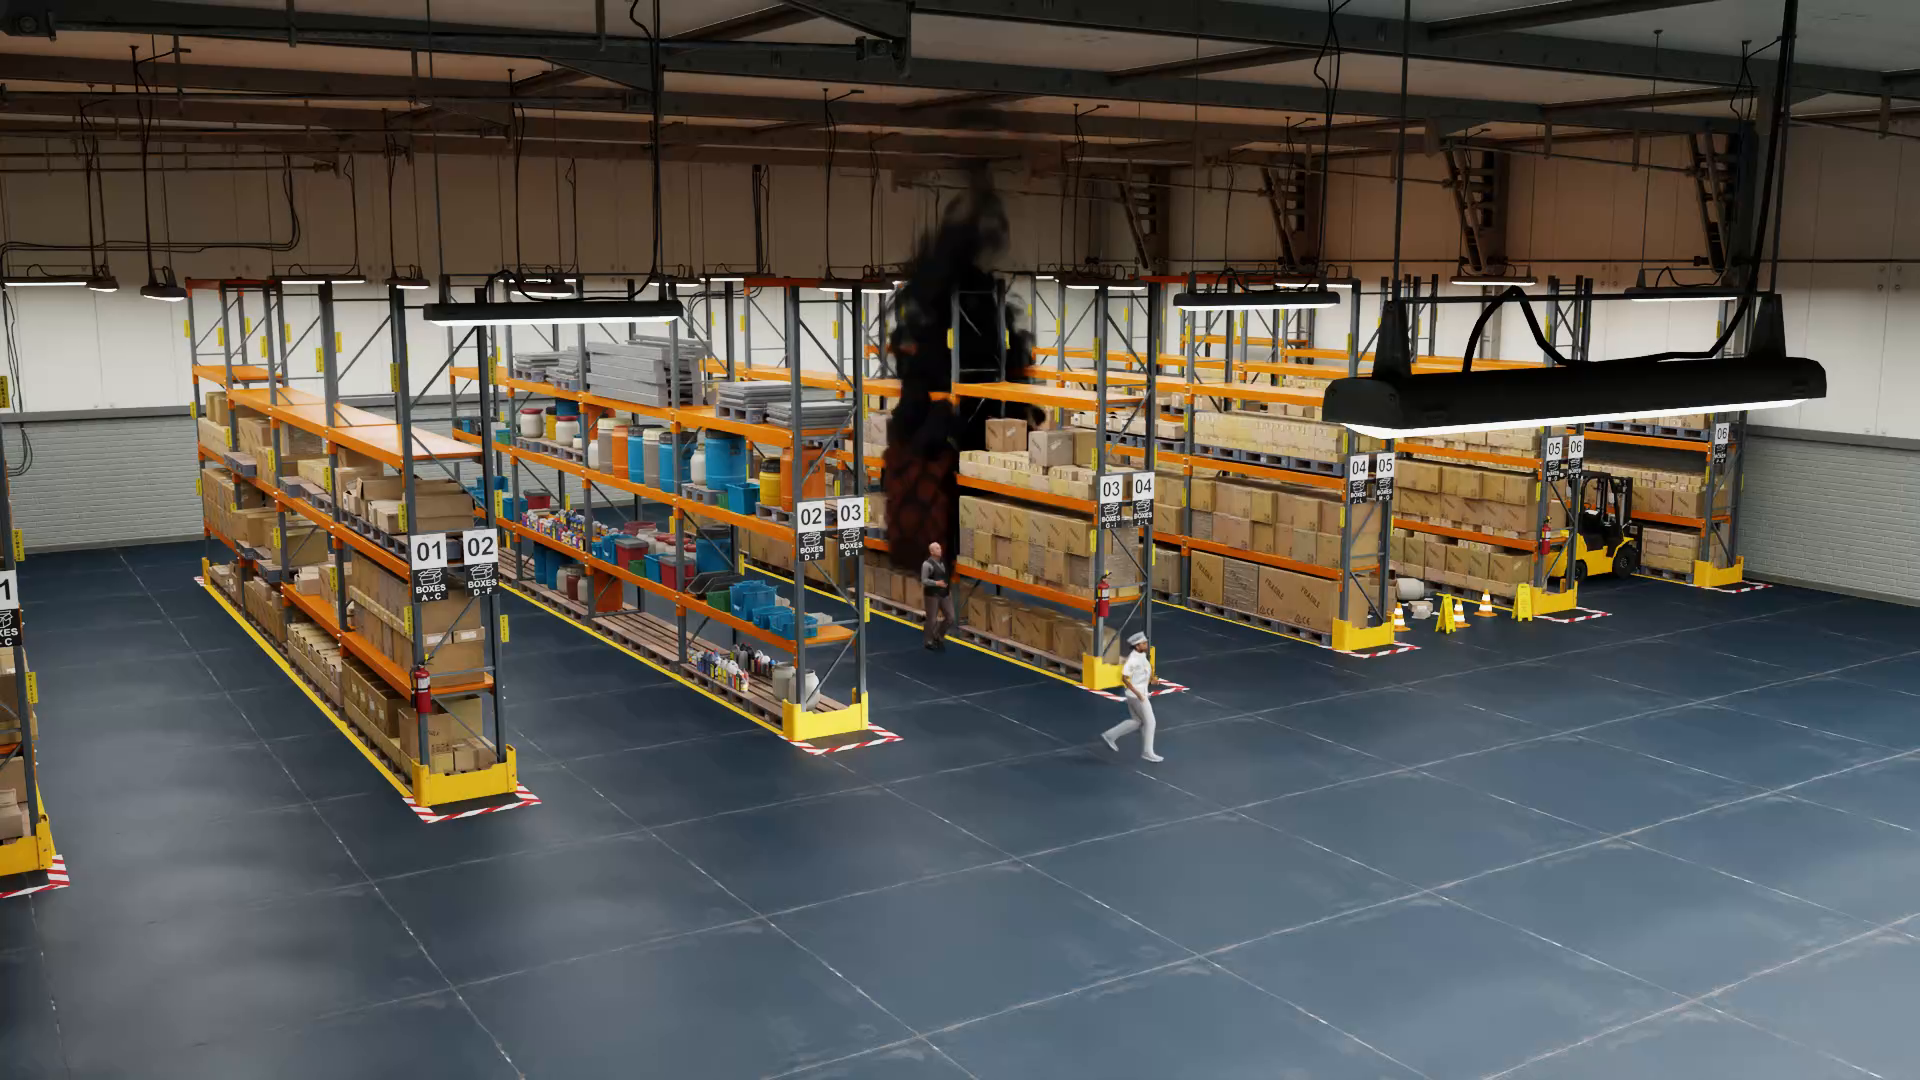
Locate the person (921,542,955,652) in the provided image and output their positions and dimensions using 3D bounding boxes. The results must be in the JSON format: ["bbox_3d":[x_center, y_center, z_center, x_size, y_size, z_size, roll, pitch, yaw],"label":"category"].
[{"bbox_3d":[-0.309,0.912,25.852,0.638,1.753,0.647,-9,13,-43],"label":"person"}]

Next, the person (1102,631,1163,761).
[{"bbox_3d":[2.231,1.984,21.210,0.752,1.703,0.574,1,10,5],"label":"person"}]
